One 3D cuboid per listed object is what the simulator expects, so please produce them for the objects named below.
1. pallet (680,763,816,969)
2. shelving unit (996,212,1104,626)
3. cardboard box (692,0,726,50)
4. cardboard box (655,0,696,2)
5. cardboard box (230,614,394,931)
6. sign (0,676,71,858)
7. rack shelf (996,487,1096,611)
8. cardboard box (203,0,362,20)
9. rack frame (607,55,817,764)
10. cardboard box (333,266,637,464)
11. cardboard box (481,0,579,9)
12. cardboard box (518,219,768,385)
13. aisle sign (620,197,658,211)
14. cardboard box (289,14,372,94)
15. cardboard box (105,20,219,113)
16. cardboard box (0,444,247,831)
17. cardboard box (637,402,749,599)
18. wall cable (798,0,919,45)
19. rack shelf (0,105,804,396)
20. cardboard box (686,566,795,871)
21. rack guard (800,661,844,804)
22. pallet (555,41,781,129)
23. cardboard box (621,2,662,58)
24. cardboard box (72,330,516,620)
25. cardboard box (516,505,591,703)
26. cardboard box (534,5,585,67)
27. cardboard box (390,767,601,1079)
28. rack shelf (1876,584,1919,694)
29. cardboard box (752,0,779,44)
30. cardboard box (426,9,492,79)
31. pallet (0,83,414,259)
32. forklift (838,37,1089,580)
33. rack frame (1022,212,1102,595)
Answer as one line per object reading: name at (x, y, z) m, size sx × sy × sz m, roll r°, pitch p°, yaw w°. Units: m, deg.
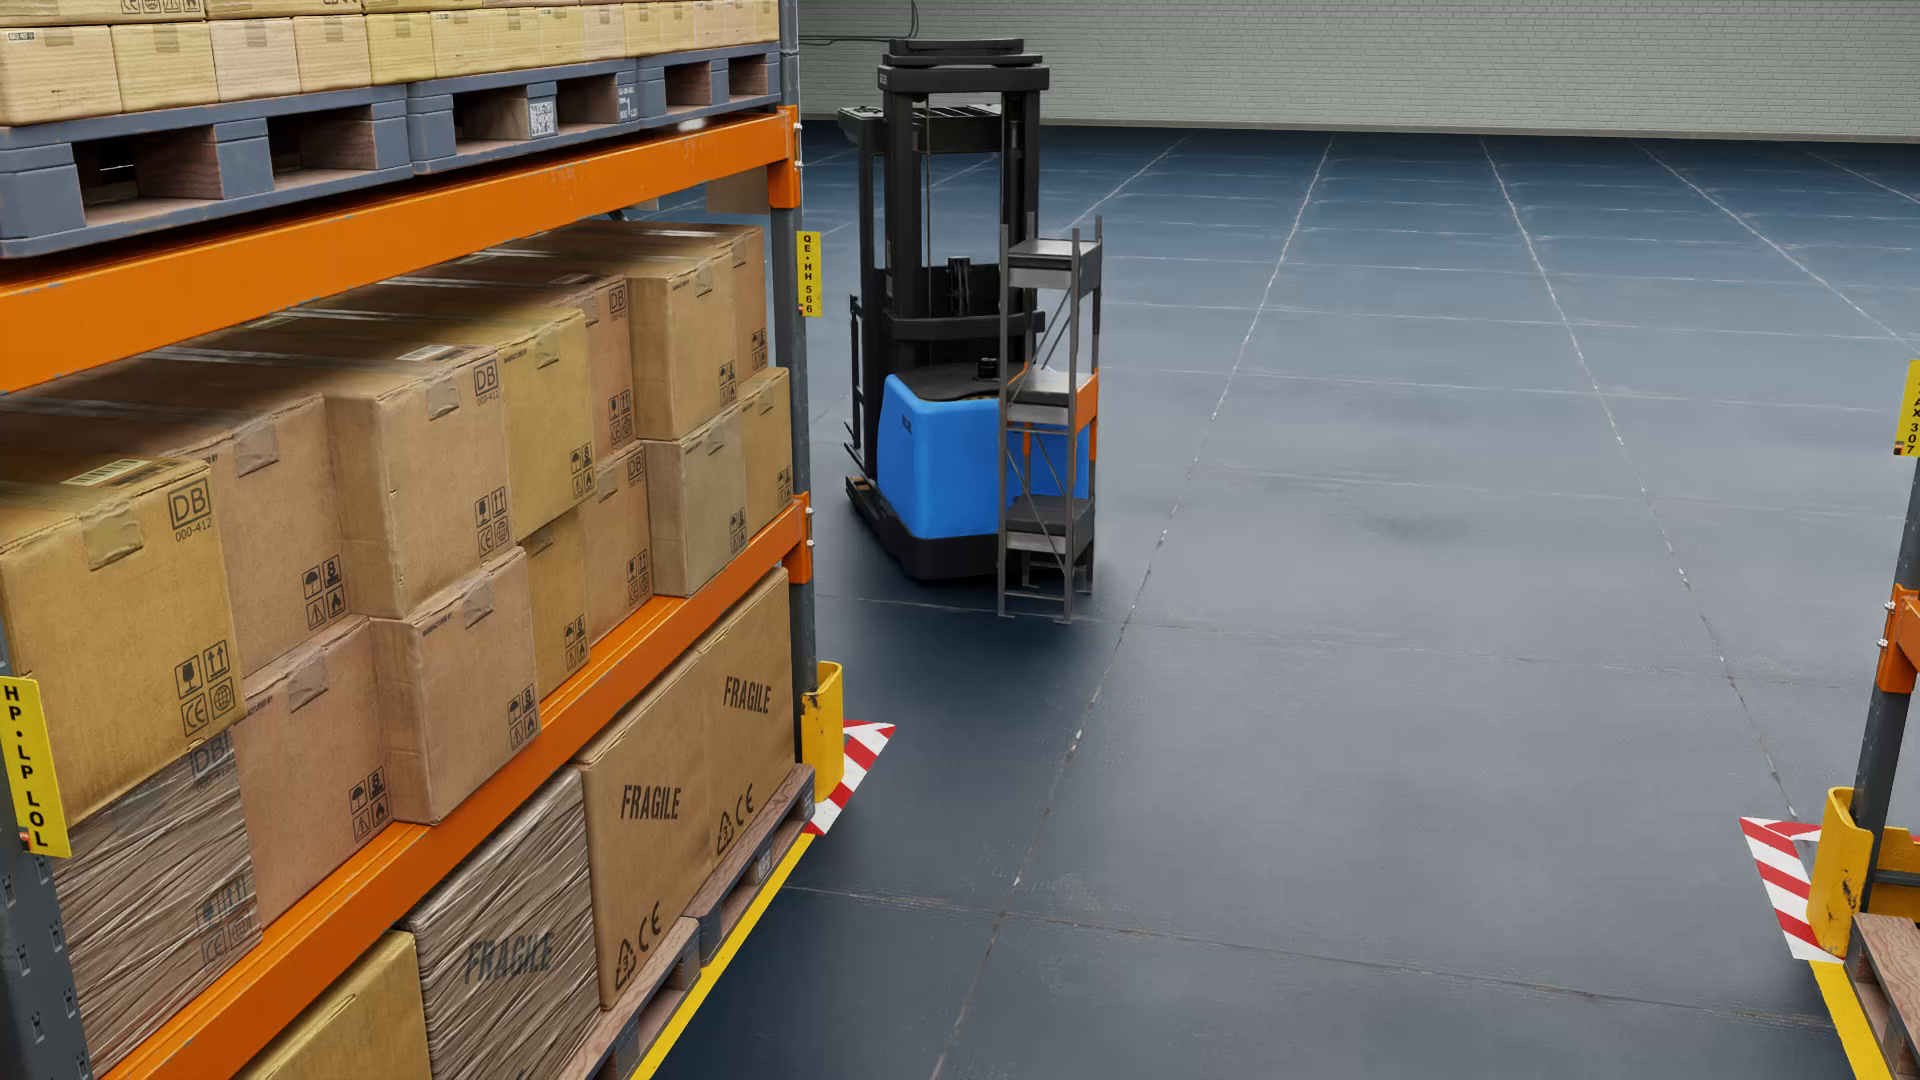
pallet at (-1.222, 1.172, 6.429) m, size 1.003 × 0.211 × 1.213 m, roll 5°, pitch 19°, yaw 13°
shelving unit at (0.472, -0.635, 8.798) m, size 0.431 × 2.100 × 0.503 m, roll 6°, pitch 20°, yaw 17°
cardboard box at (-0.979, -1.660, 5.351) m, size 0.380 × 0.149 × 0.250 m, roll 5°, pitch 19°, yaw 14°
cardboard box at (-1.074, -1.807, 5.165) m, size 0.500 × 0.250 × 0.500 m, roll 5°, pitch 19°, yaw 13°
cardboard box at (-1.889, 0.488, 3.886) m, size 0.875 × 0.550 × 0.550 m, roll 5°, pitch 19°, yaw 13°
sign at (-1.551, 0.379, 2.768) m, size 0.100 × 0.325 × 0.005 m, roll 5°, pitch 19°, yaw 13°
rack shelf at (0.472, 0.040, 9.029) m, size 0.431 × 0.518 × 0.480 m, roll 6°, pitch 20°, yaw 17°
cardboard box at (-1.567, -1.175, 3.314) m, size 0.500 × 0.250 × 0.500 m, roll 4°, pitch 19°, yaw 13°
rack frame at (-1.102, -0.404, 6.730) m, size 1.000 × 3.000 × 0.127 m, roll 5°, pitch 19°, yaw 13°
cardboard box at (-1.544, -0.528, 5.191) m, size 0.875 × 0.550 × 0.550 m, roll 5°, pitch 19°, yaw 13°
cardboard box at (-1.321, -1.492, 4.242) m, size 0.500 × 0.250 × 0.500 m, roll 5°, pitch 19°, yaw 14°
cardboard box at (-1.230, -0.873, 6.200) m, size 0.875 × 0.550 × 0.550 m, roll 5°, pitch 19°, yaw 13°
aisle sign at (-1.376, -1.680, 6.444) m, size 0.394 × 0.787 × 0.004 m, roll 5°, pitch 19°, yaw 13°
cardboard box at (-1.476, -1.022, 3.483) m, size 0.380 × 0.149 × 0.250 m, roll 4°, pitch 19°, yaw 13°
cardboard box at (-1.600, -0.866, 3.025) m, size 0.380 × 0.149 × 0.250 m, roll 5°, pitch 19°, yaw 14°
cardboard box at (-1.956, 0.155, 3.191) m, size 0.875 × 0.550 × 0.550 m, roll 5°, pitch 19°, yaw 13°
cardboard box at (-1.262, -0.181, 5.845) m, size 0.875 × 0.550 × 0.550 m, roll 5°, pitch 19°, yaw 13°
wall cable at (-2.453, -12.599, 37.954) m, size 3.097 × 2.526 × 0.112 m, roll 5°, pitch 19°, yaw 13°
rack shelf at (-1.591, -0.856, 4.526) m, size 1.077 × 0.370 × 4.000 m, roll 5°, pitch 19°, yaw 13°
cardboard box at (-1.204, 0.620, 6.368) m, size 0.875 × 0.875 × 0.875 m, roll 5°, pitch 19°, yaw 14°
rack guard at (-1.096, 0.771, 7.156) m, size 1.175 × 0.500 × 0.348 m, roll 5°, pitch 19°, yaw 13°
pallet at (-1.273, -1.548, 5.576) m, size 1.003 × 0.211 × 1.213 m, roll 5°, pitch 19°, yaw 13°
cardboard box at (-1.104, -1.501, 4.884) m, size 0.380 × 0.149 × 0.250 m, roll 4°, pitch 19°, yaw 13°
cardboard box at (-1.669, -0.185, 4.186) m, size 0.875 × 0.550 × 0.550 m, roll 5°, pitch 19°, yaw 13°
cardboard box at (-1.610, 0.154, 4.864) m, size 0.875 × 0.550 × 0.500 m, roll 5°, pitch 19°, yaw 13°
cardboard box at (-1.228, -1.342, 4.419) m, size 0.380 × 0.149 × 0.250 m, roll 5°, pitch 19°, yaw 14°
cardboard box at (-1.641, 1.182, 4.724) m, size 0.875 × 0.875 × 0.875 m, roll 5°, pitch 19°, yaw 14°
rack shelf at (3.194, 0.987, 3.771) m, size 1.077 × 0.370 × 4.000 m, roll 5°, pitch 19°, yaw 13°
cardboard box at (-0.855, -1.820, 5.818) m, size 0.380 × 0.149 × 0.250 m, roll 5°, pitch 19°, yaw 13°
cardboard box at (-1.352, -1.184, 3.956) m, size 0.380 × 0.149 × 0.250 m, roll 5°, pitch 19°, yaw 13°
pallet at (-1.869, -0.783, 3.337) m, size 1.003 × 0.211 × 1.213 m, roll 5°, pitch 19°, yaw 13°
forklift at (-0.124, -1.604, 10.348) m, size 1.130 × 2.935 × 3.031 m, roll -5°, pitch 19°, yaw -14°
rack frame at (0.547, -0.710, 9.018) m, size 0.400 × 2.100 × 0.015 m, roll 6°, pitch 20°, yaw 17°
